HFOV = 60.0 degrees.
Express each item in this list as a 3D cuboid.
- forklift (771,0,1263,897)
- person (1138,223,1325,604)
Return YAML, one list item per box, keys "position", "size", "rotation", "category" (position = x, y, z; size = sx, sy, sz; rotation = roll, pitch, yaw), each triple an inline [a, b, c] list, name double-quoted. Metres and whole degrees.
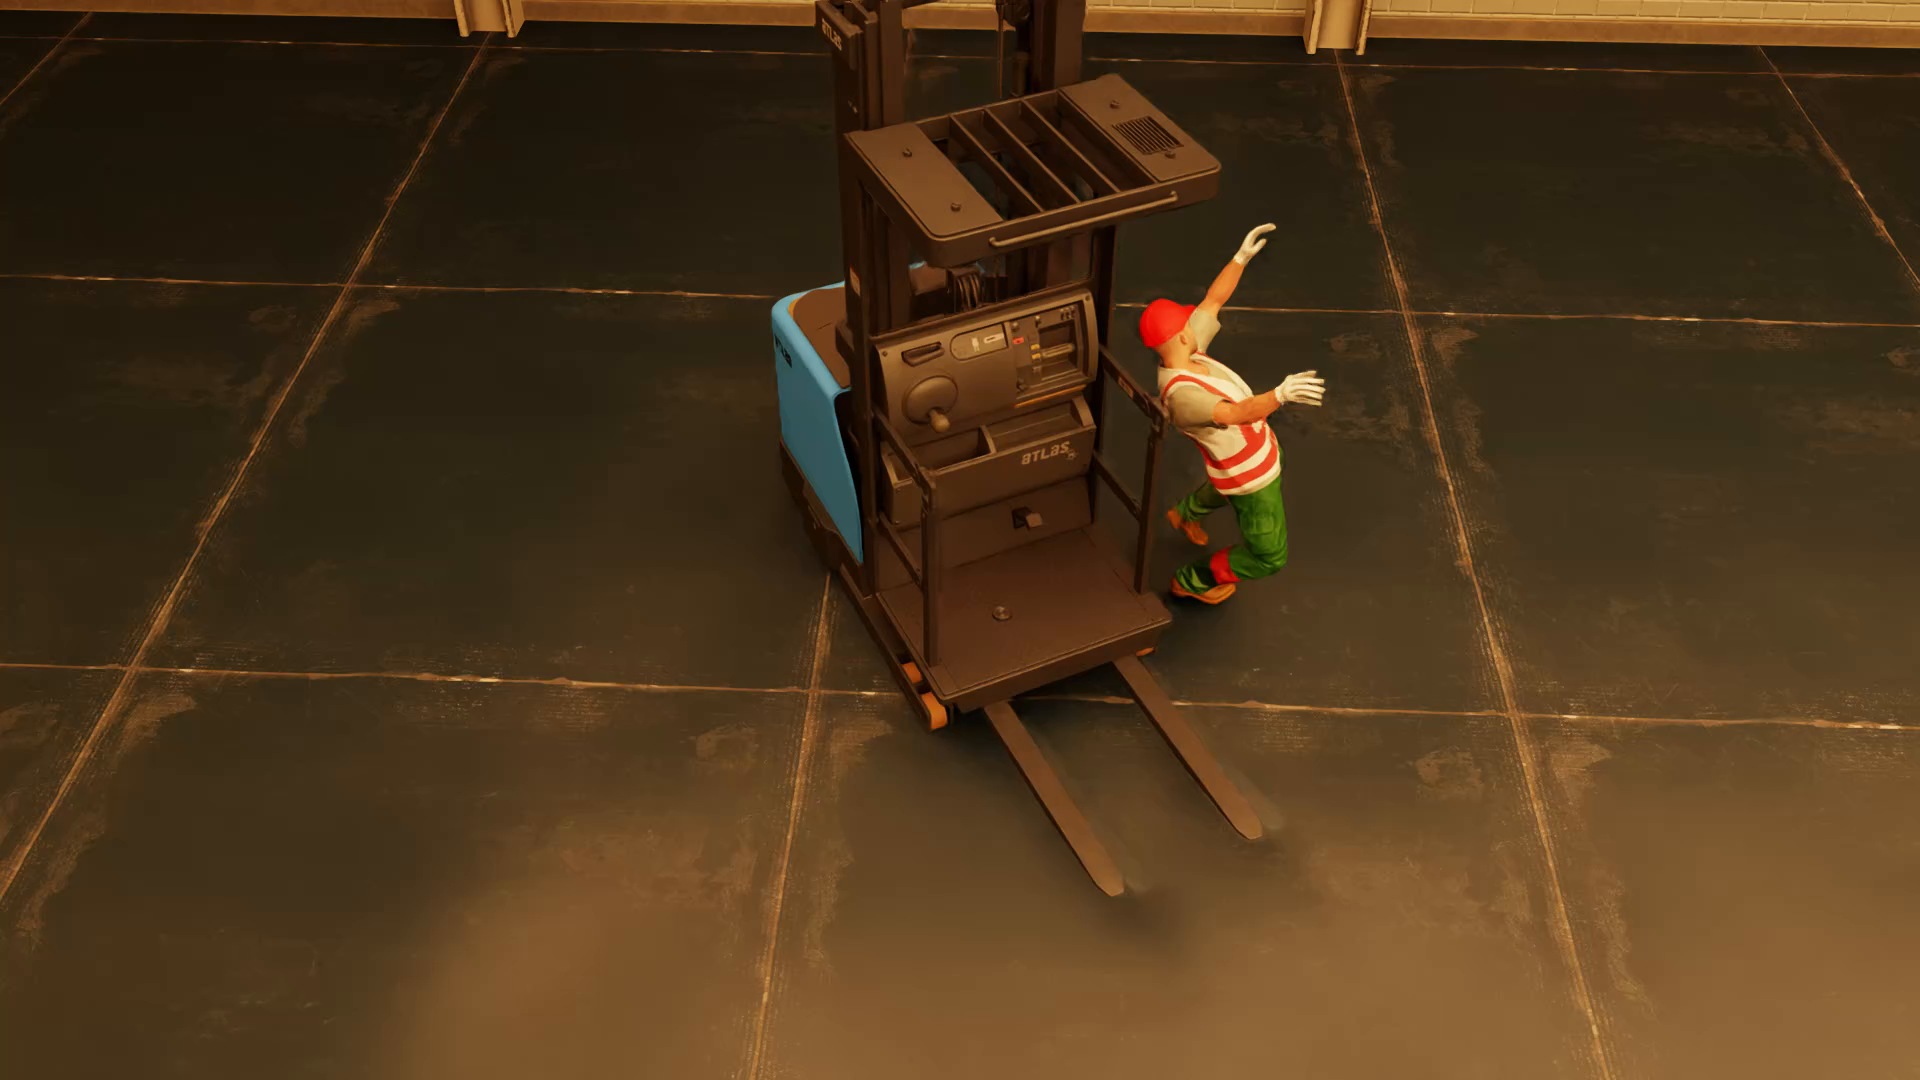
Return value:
- position: [0.214, -0.618, 6.420]
  size: [1.130, 2.935, 3.031]
  rotation: [-18, 45, -18]
  category: "forklift"
- position: [1.102, -0.399, 7.098]
  size: [0.738, 1.658, 1.013]
  rotation: [0, 42, 1]
  category: "person"
